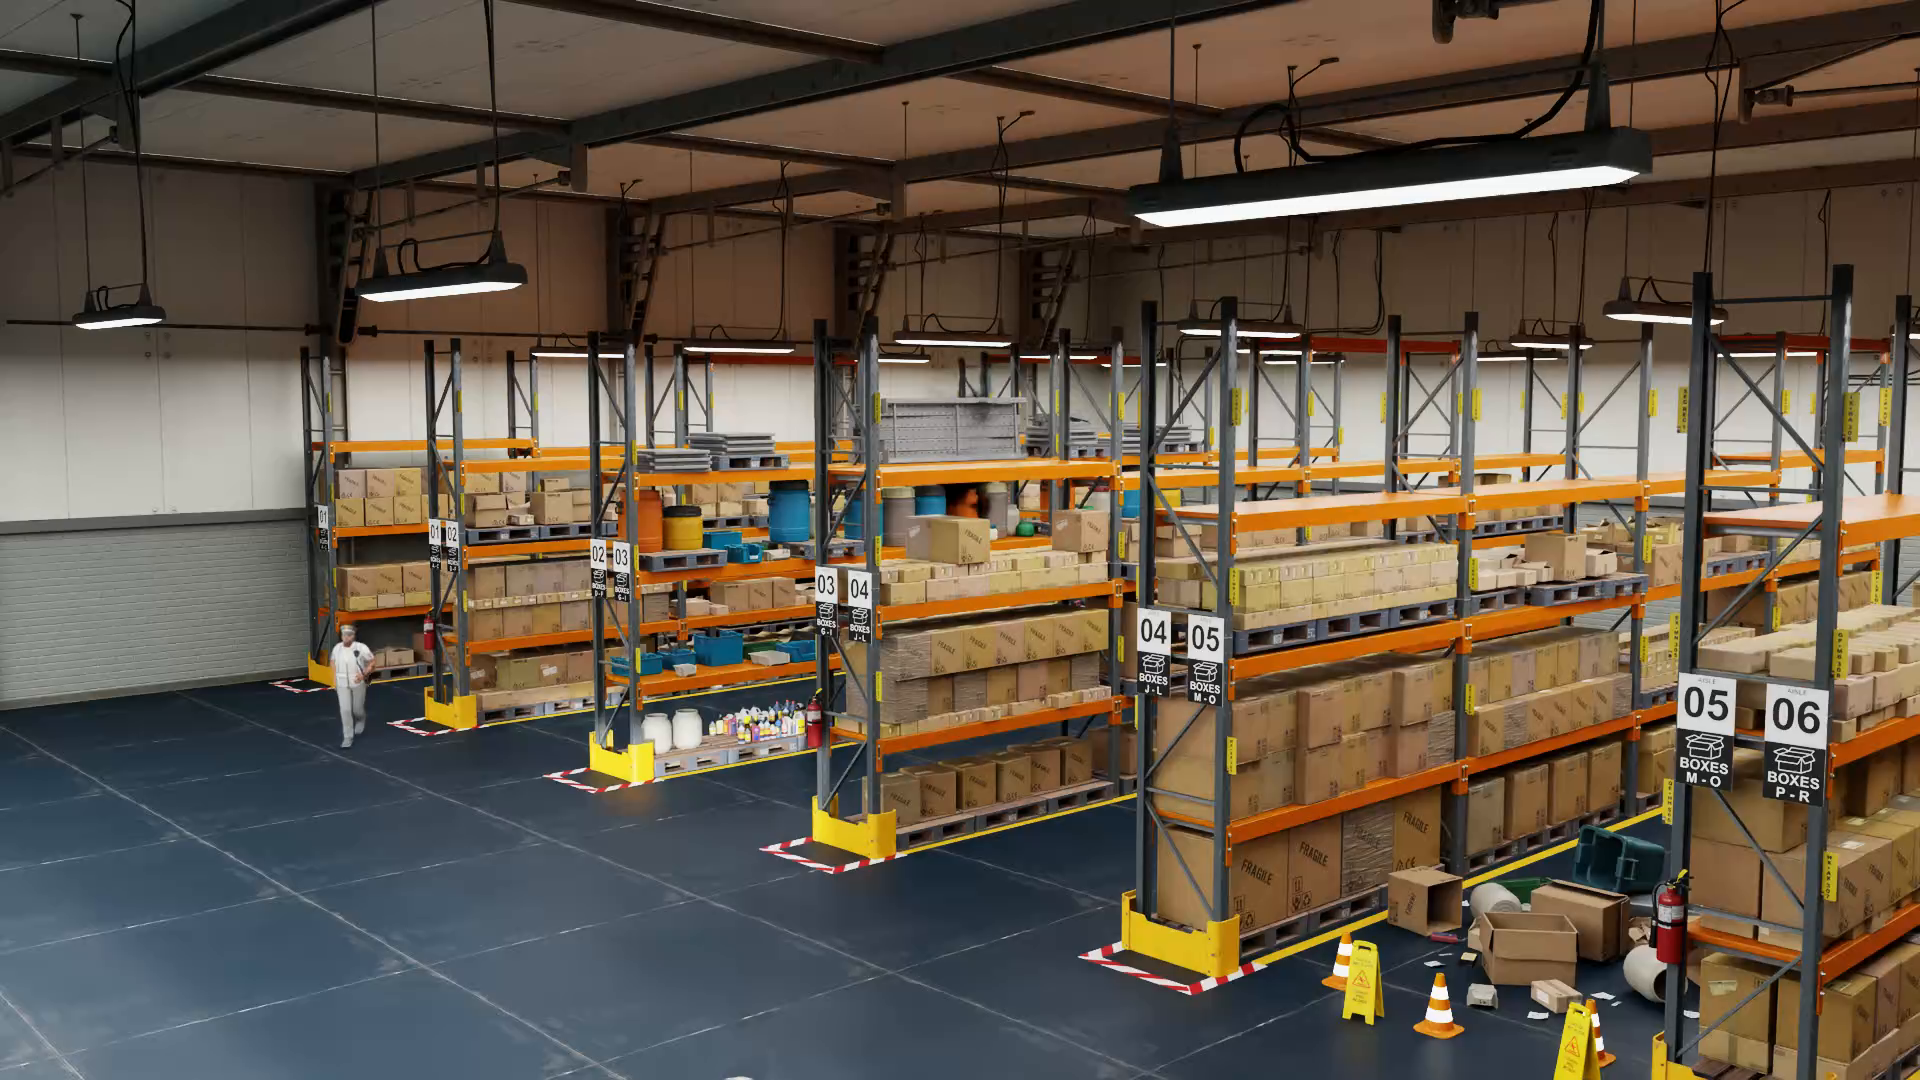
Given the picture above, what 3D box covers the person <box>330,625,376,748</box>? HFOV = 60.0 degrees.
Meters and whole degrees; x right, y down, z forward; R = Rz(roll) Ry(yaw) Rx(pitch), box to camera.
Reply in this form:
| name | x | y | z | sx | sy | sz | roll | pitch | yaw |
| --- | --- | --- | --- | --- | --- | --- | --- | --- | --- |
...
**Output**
| name | x | y | z | sx | sy | sz | roll | pitch | yaw |
| --- | --- | --- | --- | --- | --- | --- | --- | --- | --- |
| person | -8.964 | 2.117 | 24.550 | 0.656 | 1.781 | 0.819 | -1 | 5 | -8 |
